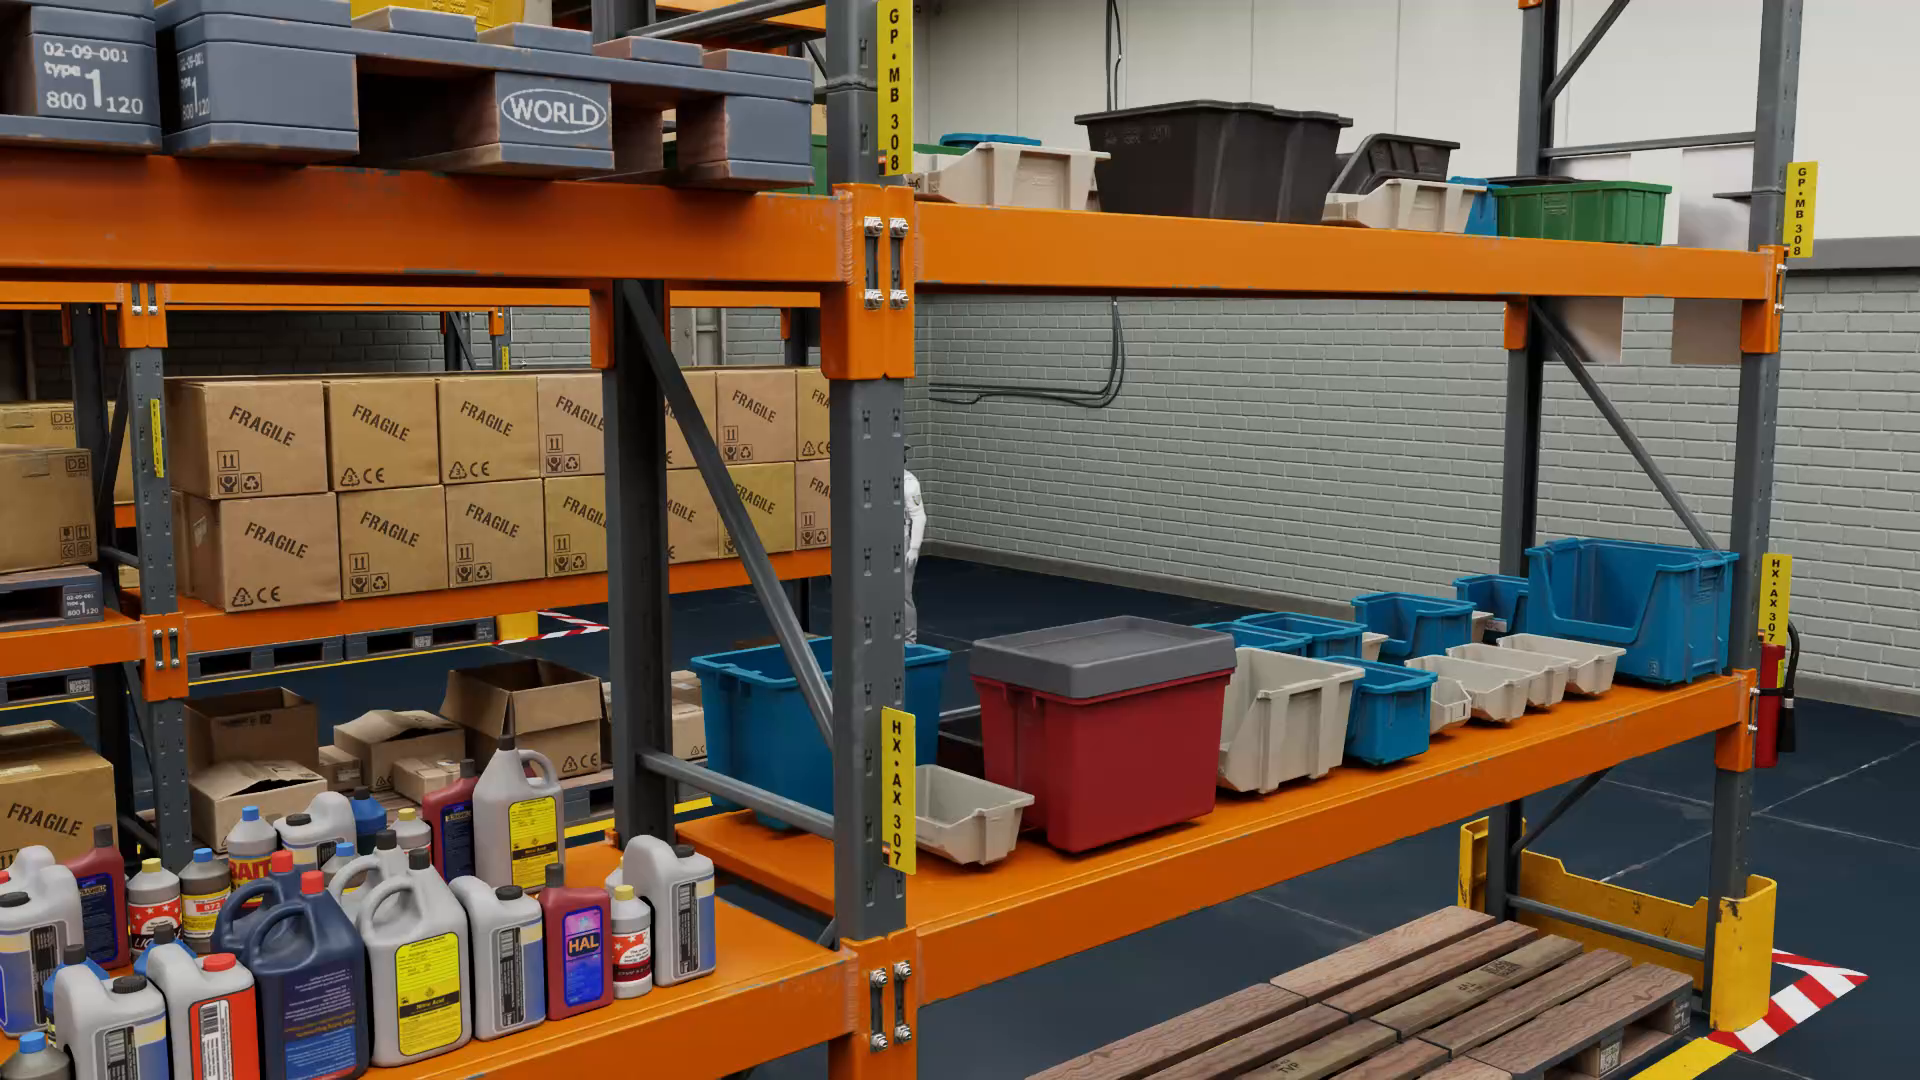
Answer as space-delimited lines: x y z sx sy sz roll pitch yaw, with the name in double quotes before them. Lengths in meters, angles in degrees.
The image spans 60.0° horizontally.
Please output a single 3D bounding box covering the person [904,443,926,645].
"person" -0.489 0.053 12.865 0.370 1.666 0.545 -7 10 -43
